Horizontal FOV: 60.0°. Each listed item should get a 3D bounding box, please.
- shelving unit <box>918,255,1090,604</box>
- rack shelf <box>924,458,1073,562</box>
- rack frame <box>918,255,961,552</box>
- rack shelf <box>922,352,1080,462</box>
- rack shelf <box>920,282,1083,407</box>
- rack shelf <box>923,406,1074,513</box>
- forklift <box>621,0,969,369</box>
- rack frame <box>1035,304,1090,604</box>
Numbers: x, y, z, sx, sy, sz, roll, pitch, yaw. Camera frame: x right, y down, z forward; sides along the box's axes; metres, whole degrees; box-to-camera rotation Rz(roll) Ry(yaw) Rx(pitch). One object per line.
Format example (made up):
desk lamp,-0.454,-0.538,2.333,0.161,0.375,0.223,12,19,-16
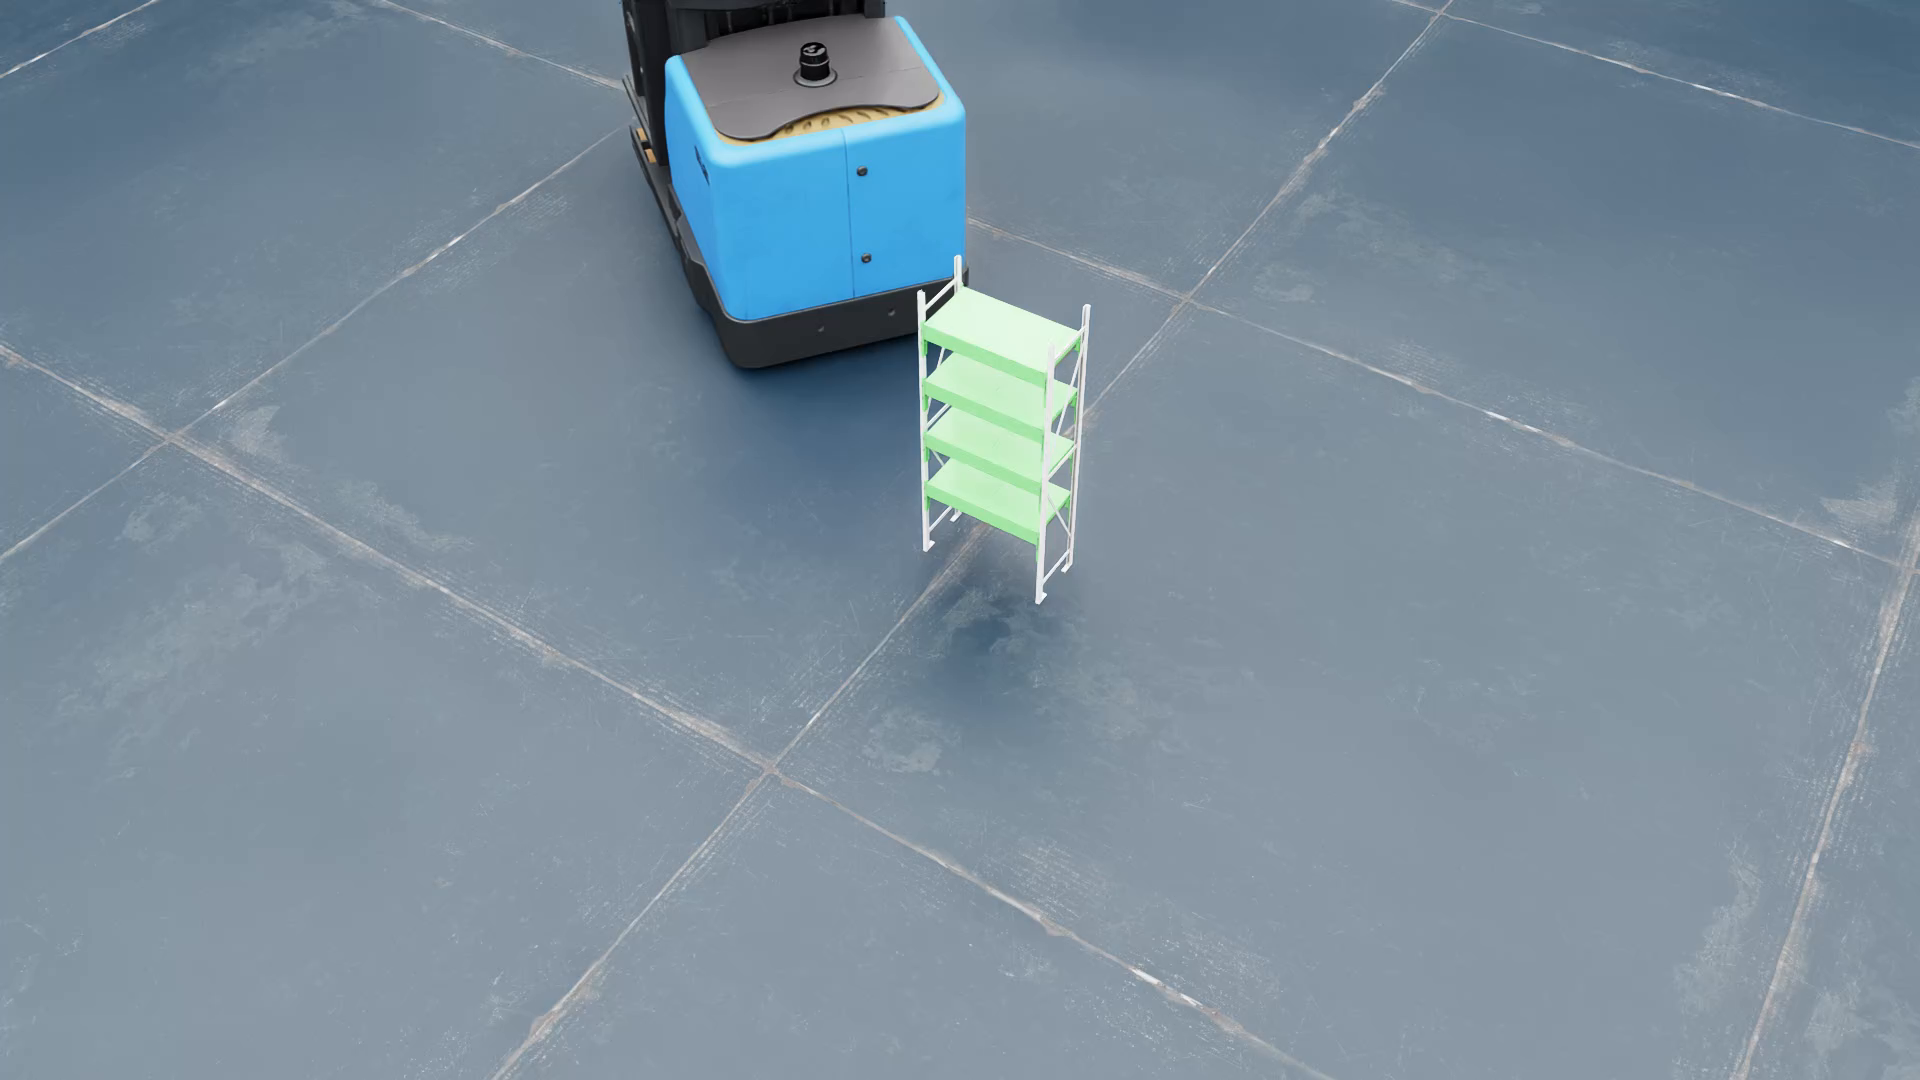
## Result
shelving unit,0.139,-0.354,5.757,0.503,1.200,0.258,25,51,22
rack shelf,0.139,-0.142,5.975,0.480,0.148,0.258,25,51,22
rack frame,-0.066,-0.449,5.849,0.015,1.200,0.240,25,51,22
rack shelf,0.139,-0.477,5.631,0.480,0.148,0.258,25,51,22
rack shelf,0.139,-0.644,5.459,0.480,0.148,0.258,25,51,22
rack shelf,0.139,-0.310,5.803,0.480,0.148,0.258,25,51,22
forklift,-0.940,-2.803,6.930,1.130,2.935,3.031,-15,48,-14
rack frame,0.345,-0.260,5.666,0.015,1.200,0.240,25,51,22
